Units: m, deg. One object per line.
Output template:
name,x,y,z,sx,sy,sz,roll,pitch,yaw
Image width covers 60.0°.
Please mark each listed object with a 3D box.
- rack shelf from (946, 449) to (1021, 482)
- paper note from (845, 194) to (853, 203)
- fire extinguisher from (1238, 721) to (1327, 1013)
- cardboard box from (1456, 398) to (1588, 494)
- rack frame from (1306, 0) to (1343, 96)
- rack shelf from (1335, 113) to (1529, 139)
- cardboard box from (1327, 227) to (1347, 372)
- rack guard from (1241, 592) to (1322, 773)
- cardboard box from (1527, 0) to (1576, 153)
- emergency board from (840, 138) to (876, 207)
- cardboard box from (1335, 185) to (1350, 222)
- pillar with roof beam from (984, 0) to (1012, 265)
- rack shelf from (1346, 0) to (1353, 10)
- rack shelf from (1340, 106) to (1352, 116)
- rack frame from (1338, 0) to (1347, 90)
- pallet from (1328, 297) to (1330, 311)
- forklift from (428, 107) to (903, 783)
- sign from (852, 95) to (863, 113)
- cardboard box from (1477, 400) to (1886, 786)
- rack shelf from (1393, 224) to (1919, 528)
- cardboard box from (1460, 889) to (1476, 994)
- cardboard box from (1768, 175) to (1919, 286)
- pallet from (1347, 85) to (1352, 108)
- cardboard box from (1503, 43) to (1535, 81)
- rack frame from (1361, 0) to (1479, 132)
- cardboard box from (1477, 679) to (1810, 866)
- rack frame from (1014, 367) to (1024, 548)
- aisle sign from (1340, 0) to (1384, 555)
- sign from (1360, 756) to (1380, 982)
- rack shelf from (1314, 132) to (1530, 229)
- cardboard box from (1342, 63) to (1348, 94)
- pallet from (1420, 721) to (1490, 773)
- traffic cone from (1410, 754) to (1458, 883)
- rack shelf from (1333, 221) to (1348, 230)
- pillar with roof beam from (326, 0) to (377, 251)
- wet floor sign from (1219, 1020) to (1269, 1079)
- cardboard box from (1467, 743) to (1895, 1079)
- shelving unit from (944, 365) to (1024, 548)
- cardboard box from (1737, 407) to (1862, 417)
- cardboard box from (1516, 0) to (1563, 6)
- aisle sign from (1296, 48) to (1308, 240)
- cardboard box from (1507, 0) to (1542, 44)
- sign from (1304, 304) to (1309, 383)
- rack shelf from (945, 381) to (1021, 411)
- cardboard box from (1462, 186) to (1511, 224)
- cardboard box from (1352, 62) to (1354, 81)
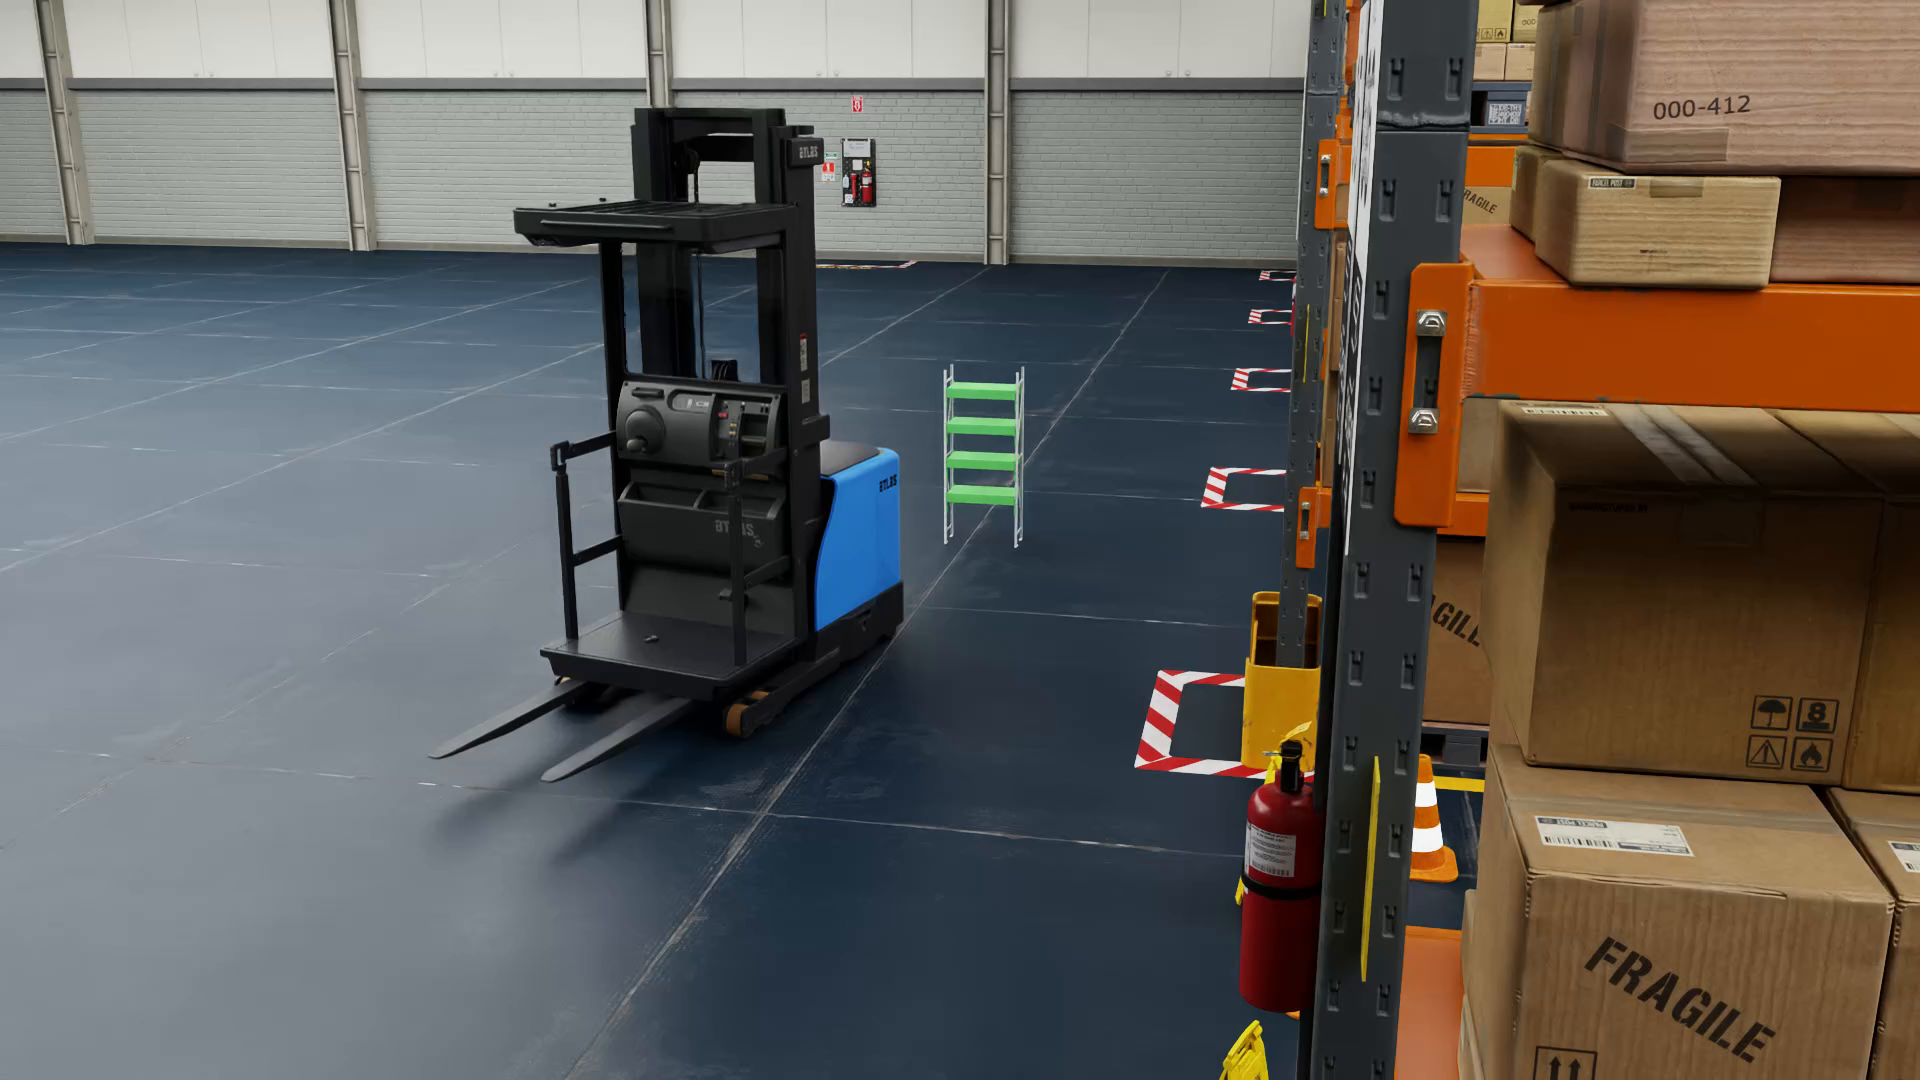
rack shelf,0.162,-0.508,11.317,0.480,0.148,0.258,3,16,11
paper note,-1.939,-5.967,29.064,0.142,0.148,0.016,3,16,11
fire extinguisher,0.699,0.676,3.577,0.183,0.674,0.296,3,16,11
cardboard box,2.523,-0.576,7.670,0.550,0.550,0.875,3,16,11
rack frame,1.607,-3.426,7.002,0.127,3.000,1.000,3,16,11
rack shelf,4.654,-2.819,11.779,4.000,0.370,1.077,3,16,11
cardboard box,1.963,-1.097,7.531,0.550,0.550,0.875,3,16,11
rack guard,1.583,0.669,8.142,0.348,0.500,1.175,3,16,11
cardboard box,1.275,-0.794,2.845,0.500,0.250,0.500,3,16,10
emergency board,-1.780,-6.364,28.847,0.643,1.169,0.194,3,16,11
cardboard box,5.127,-4.438,21.707,0.500,0.500,0.700,3,16,11
pillar with roof beam,-0.224,-7.987,23.470,0.400,9.000,9.100,3,16,11
rack shelf,6.632,-6.663,20.787,4.000,0.370,1.077,3,16,11
rack shelf,5.641,-4.115,16.457,4.000,0.370,1.077,3,16,11
rack frame,2.694,-4.718,11.667,0.127,3.000,1.000,3,16,11
pallet,5.430,-3.045,22.087,1.213,0.211,1.003,3,16,11
forklift,-1.394,-0.586,8.115,1.130,2.935,3.031,7,17,23
sign,-1.768,-7.507,28.633,0.199,0.298,0.001,3,16,11
cardboard box,1.264,0.062,3.031,0.500,0.500,0.700,3,16,10
rack shelf,2.679,-0.227,2.421,4.000,0.370,1.077,3,16,11
cardboard box,1.129,0.851,3.273,0.250,0.149,0.380,4,16,13
cardboard box,1.255,-0.466,2.406,0.250,0.149,0.380,3,16,9
pallet,4.473,-4.407,16.519,1.213,0.211,1.003,3,16,11
cardboard box,2.374,-1.981,6.901,0.250,0.149,0.380,3,16,11
rack frame,0.720,-2.126,2.308,0.127,3.000,1.000,3,16,11
cardboard box,1.306,0.531,3.212,0.500,0.500,0.500,3,16,10
rack frame,0.401,-0.556,11.253,0.015,1.200,0.240,3,16,11
aisle sign,0.597,-0.409,2.481,0.004,0.787,0.394,3,16,11
sign,0.612,0.490,2.481,0.005,0.325,0.100,3,16,11
rack shelf,3.567,-1.527,7.115,4.000,0.370,1.077,3,16,11
cardboard box,5.933,-7.134,25.785,0.500,0.500,0.500,4,16,13
pallet,2.406,0.831,8.096,1.213,0.211,1.003,3,16,11
traffic cone,1.844,1.088,6.699,0.334,0.463,0.336,3,16,11
rack shelf,6.632,-3.965,21.534,4.000,0.370,1.077,3,16,11
pillar with roof beam,-11.983,-8.626,25.774,0.400,9.000,9.100,3,16,11
wet floor sign,0.747,1.610,4.470,0.232,0.644,0.267,9,18,30
cardboard box,1.128,0.672,2.703,0.500,0.500,0.500,3,16,10
shelving unit,0.162,-0.569,11.300,0.503,1.200,0.258,3,16,11
cardboard box,3.574,-0.496,7.381,0.500,0.550,0.875,3,16,11
cardboard box,1.110,-1.002,2.850,0.250,0.149,0.380,3,16,12
aisle sign,1.478,-1.713,7.186,0.004,0.787,0.394,3,16,11
cardboard box,2.526,-2.182,6.882,0.500,0.250,0.500,3,16,10
sign,1.490,-0.845,7.154,0.005,0.325,0.100,3,16,11
rack shelf,0.162,-0.970,11.189,0.480,0.148,0.258,3,16,11
cardboard box,3.668,-2.371,11.816,0.500,0.500,0.500,3,16,11
cardboard box,3.029,-3.459,12.276,0.250,0.149,0.380,3,16,11
